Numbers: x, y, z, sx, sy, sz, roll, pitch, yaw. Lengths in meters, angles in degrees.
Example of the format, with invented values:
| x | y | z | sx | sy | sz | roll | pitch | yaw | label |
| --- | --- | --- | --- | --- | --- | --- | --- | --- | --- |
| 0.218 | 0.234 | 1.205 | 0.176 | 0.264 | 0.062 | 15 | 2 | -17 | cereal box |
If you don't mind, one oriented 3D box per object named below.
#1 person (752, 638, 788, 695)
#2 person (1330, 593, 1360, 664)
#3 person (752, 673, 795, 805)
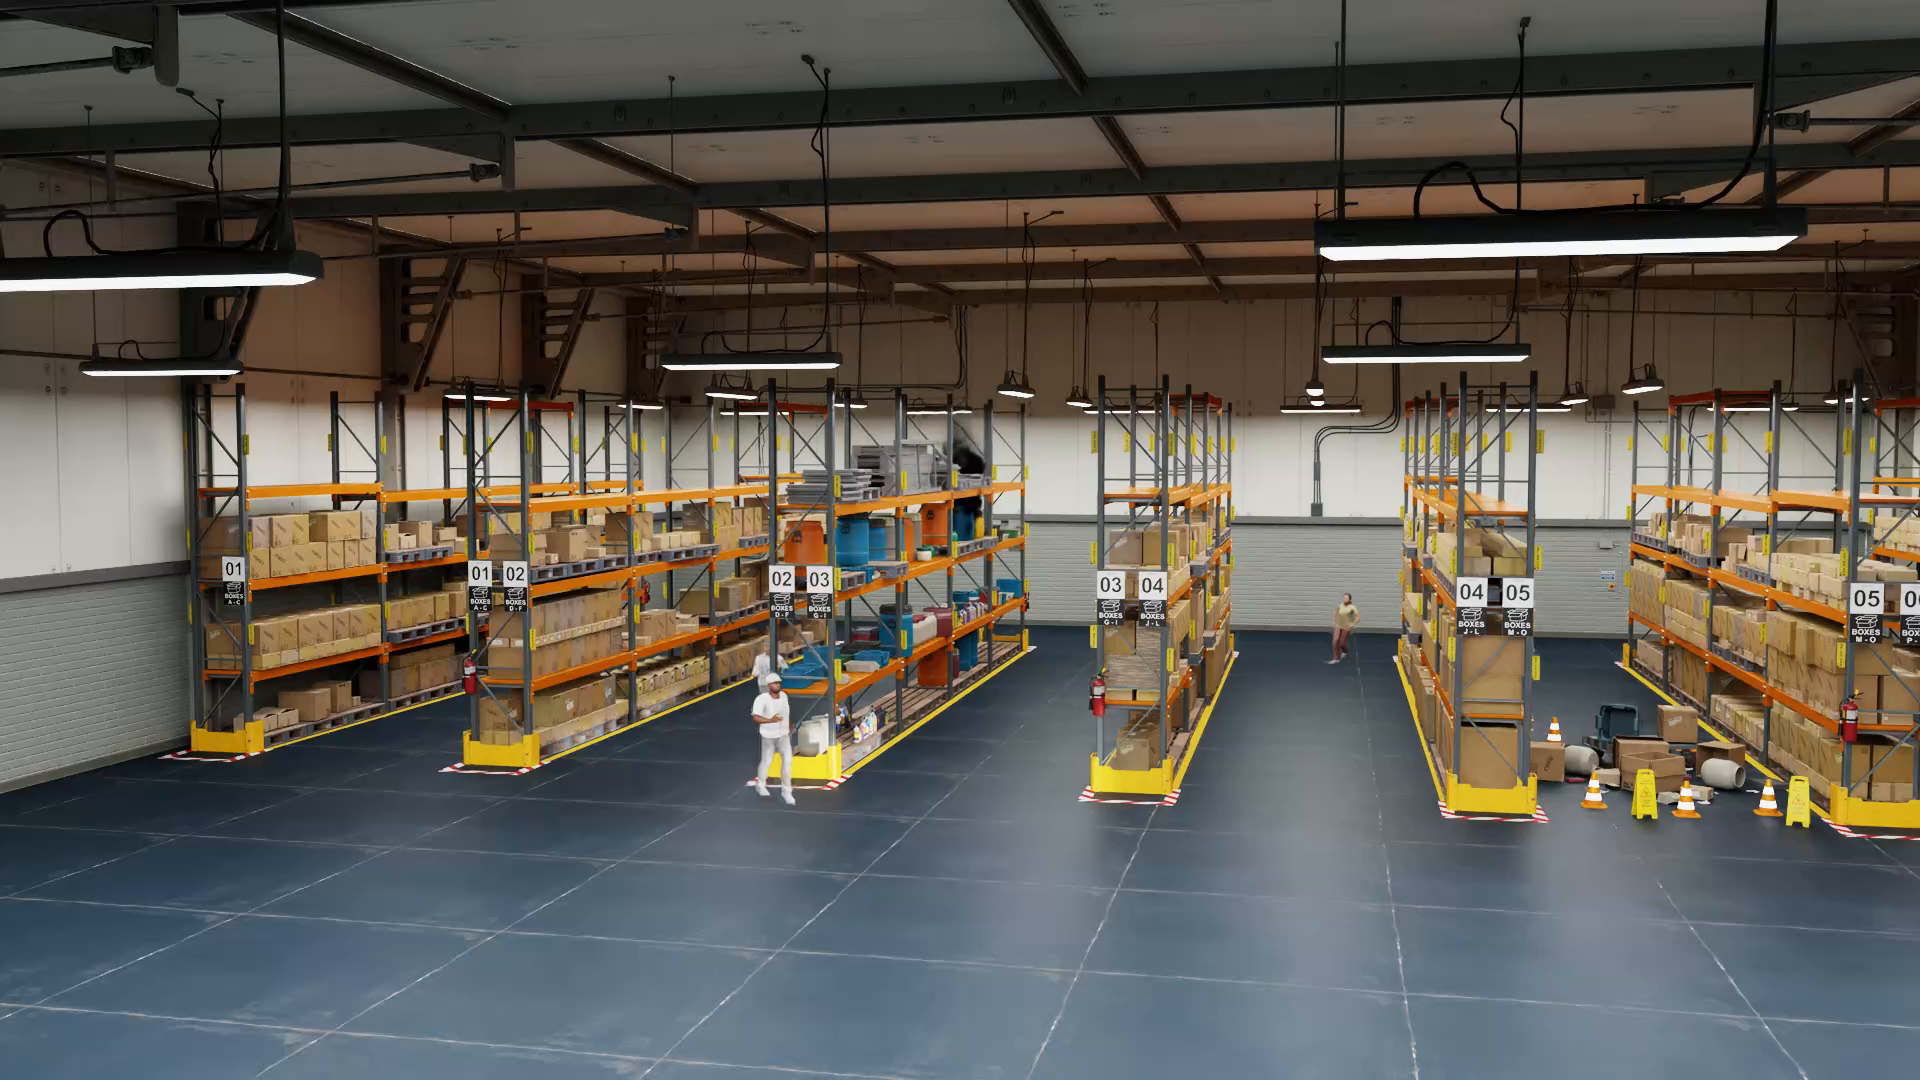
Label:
| x | y | z | sx | sy | sz | roll | pitch | yaw | label |
| --- | --- | --- | --- | --- | --- | --- | --- | --- | --- |
| -3.277 | 2.531 | 28.554 | 0.594 | 1.712 | 0.638 | 0 | 3 | 3 | person |
| 8.843 | 2.023 | 38.126 | 0.649 | 1.624 | 0.688 | 2 | 4 | 35 | person |
| -2.603 | 2.767 | 23.331 | 0.703 | 1.809 | 0.778 | -2 | 4 | -36 | person |
